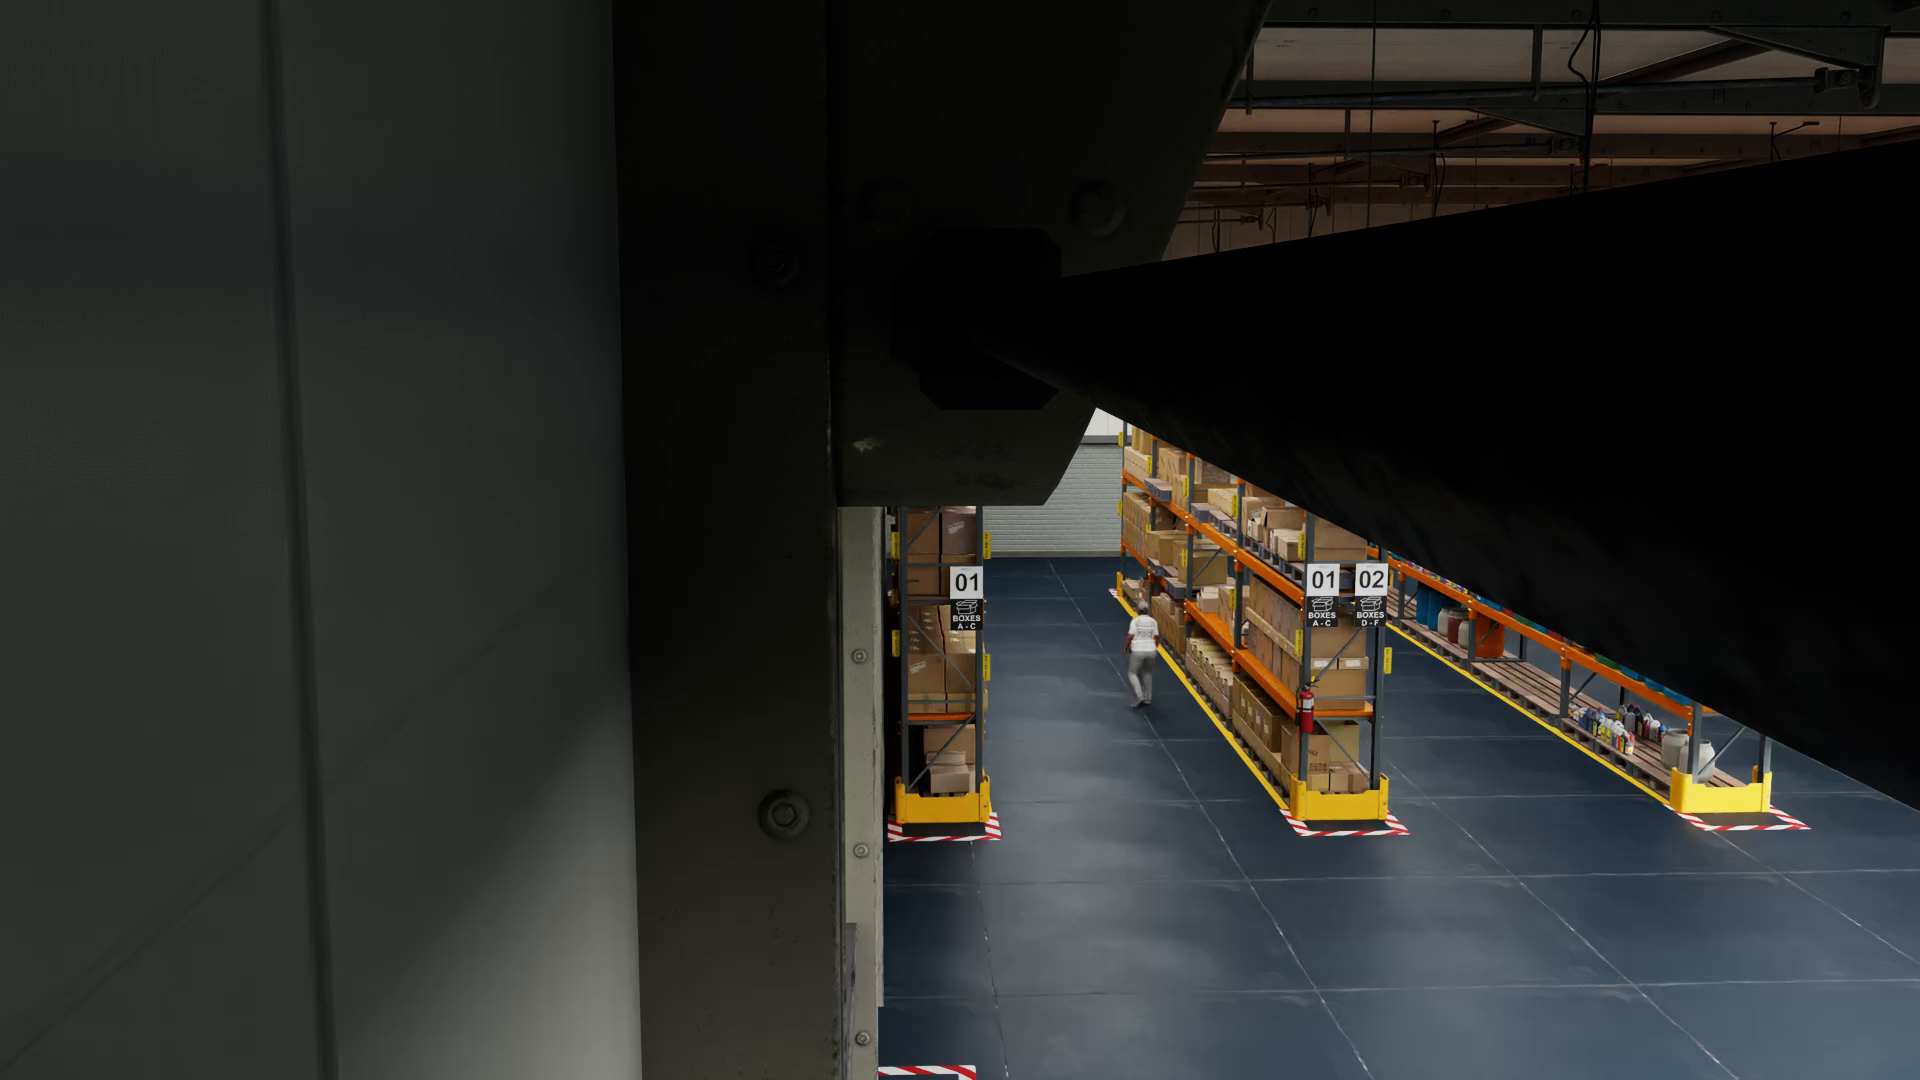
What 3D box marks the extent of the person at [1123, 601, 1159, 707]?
[{"bbox_3d":[2.925,1.821,26.481,0.541,1.652,0.642,-3,8,-18],"label":"person"}]
